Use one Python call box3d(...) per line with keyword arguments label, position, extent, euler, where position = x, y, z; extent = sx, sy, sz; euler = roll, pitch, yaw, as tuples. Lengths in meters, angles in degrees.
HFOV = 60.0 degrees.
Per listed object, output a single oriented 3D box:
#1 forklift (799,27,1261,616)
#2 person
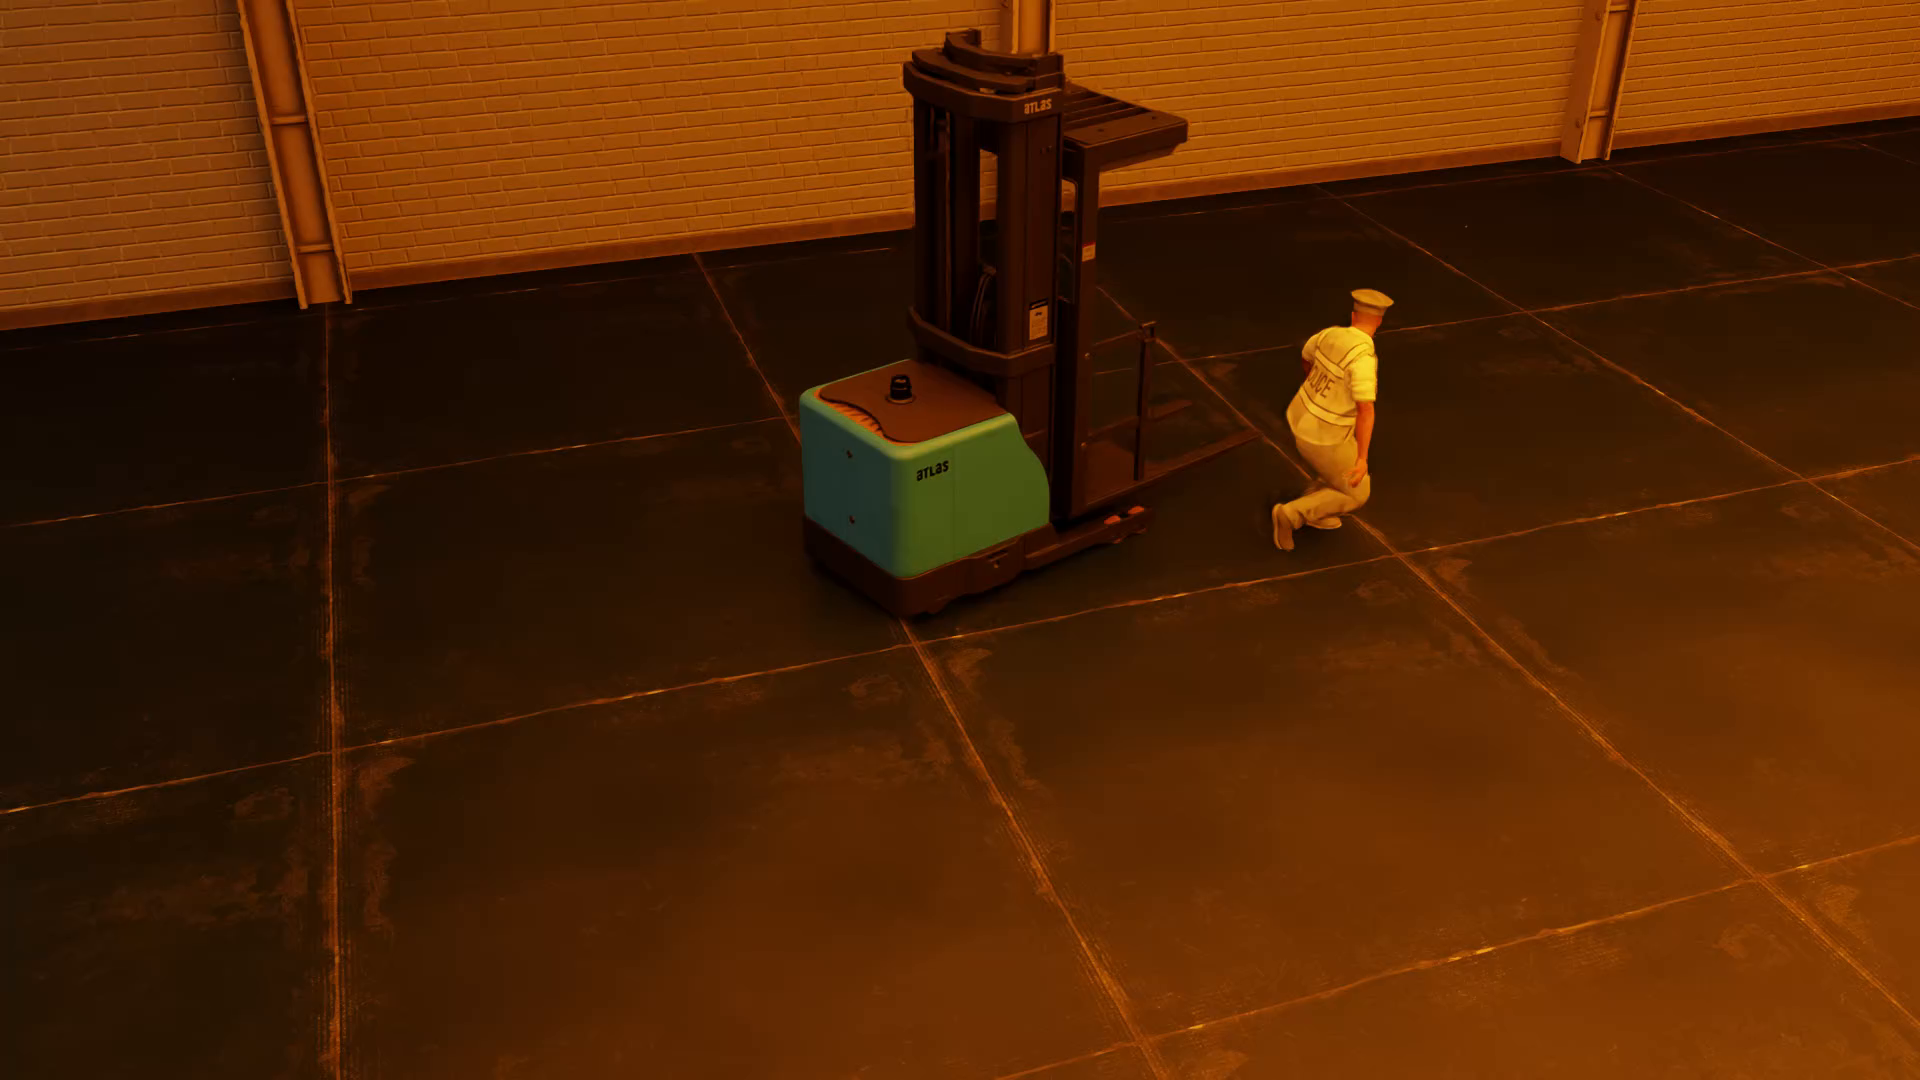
box3d(label="forklift", position=(0.556, -1.436, 9.583), extent=(3.031, 2.935, 1.130), euler=(-21, 36, -32))
box3d(label="person", position=(2.145, -0.651, 9.651), extent=(0.609, 1.578, 0.921), euler=(-1, 30, -2))
